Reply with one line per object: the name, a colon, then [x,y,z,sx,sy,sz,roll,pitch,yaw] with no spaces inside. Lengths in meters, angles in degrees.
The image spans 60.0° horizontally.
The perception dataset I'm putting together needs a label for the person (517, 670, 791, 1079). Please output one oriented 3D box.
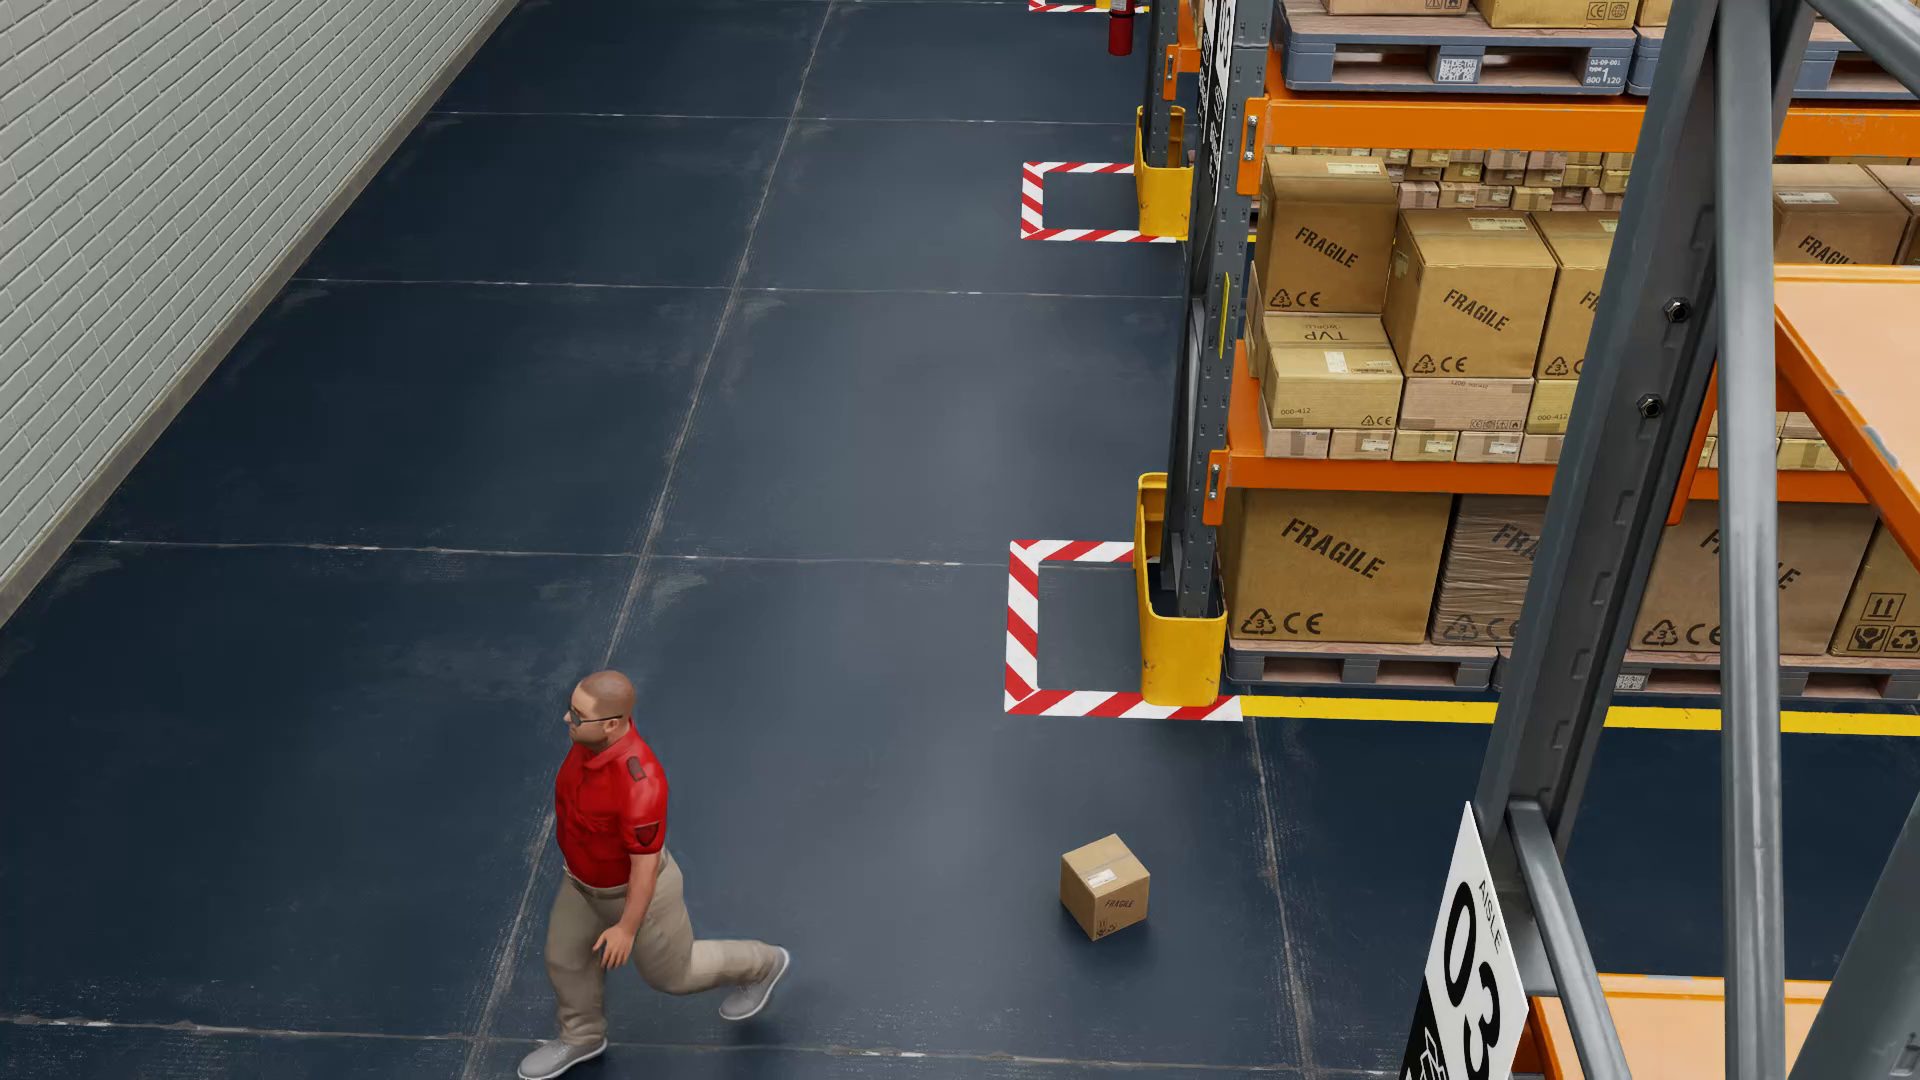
person: [-1.104,1.116,5.554,0.975,1.678,0.531,-22,41,-28]
